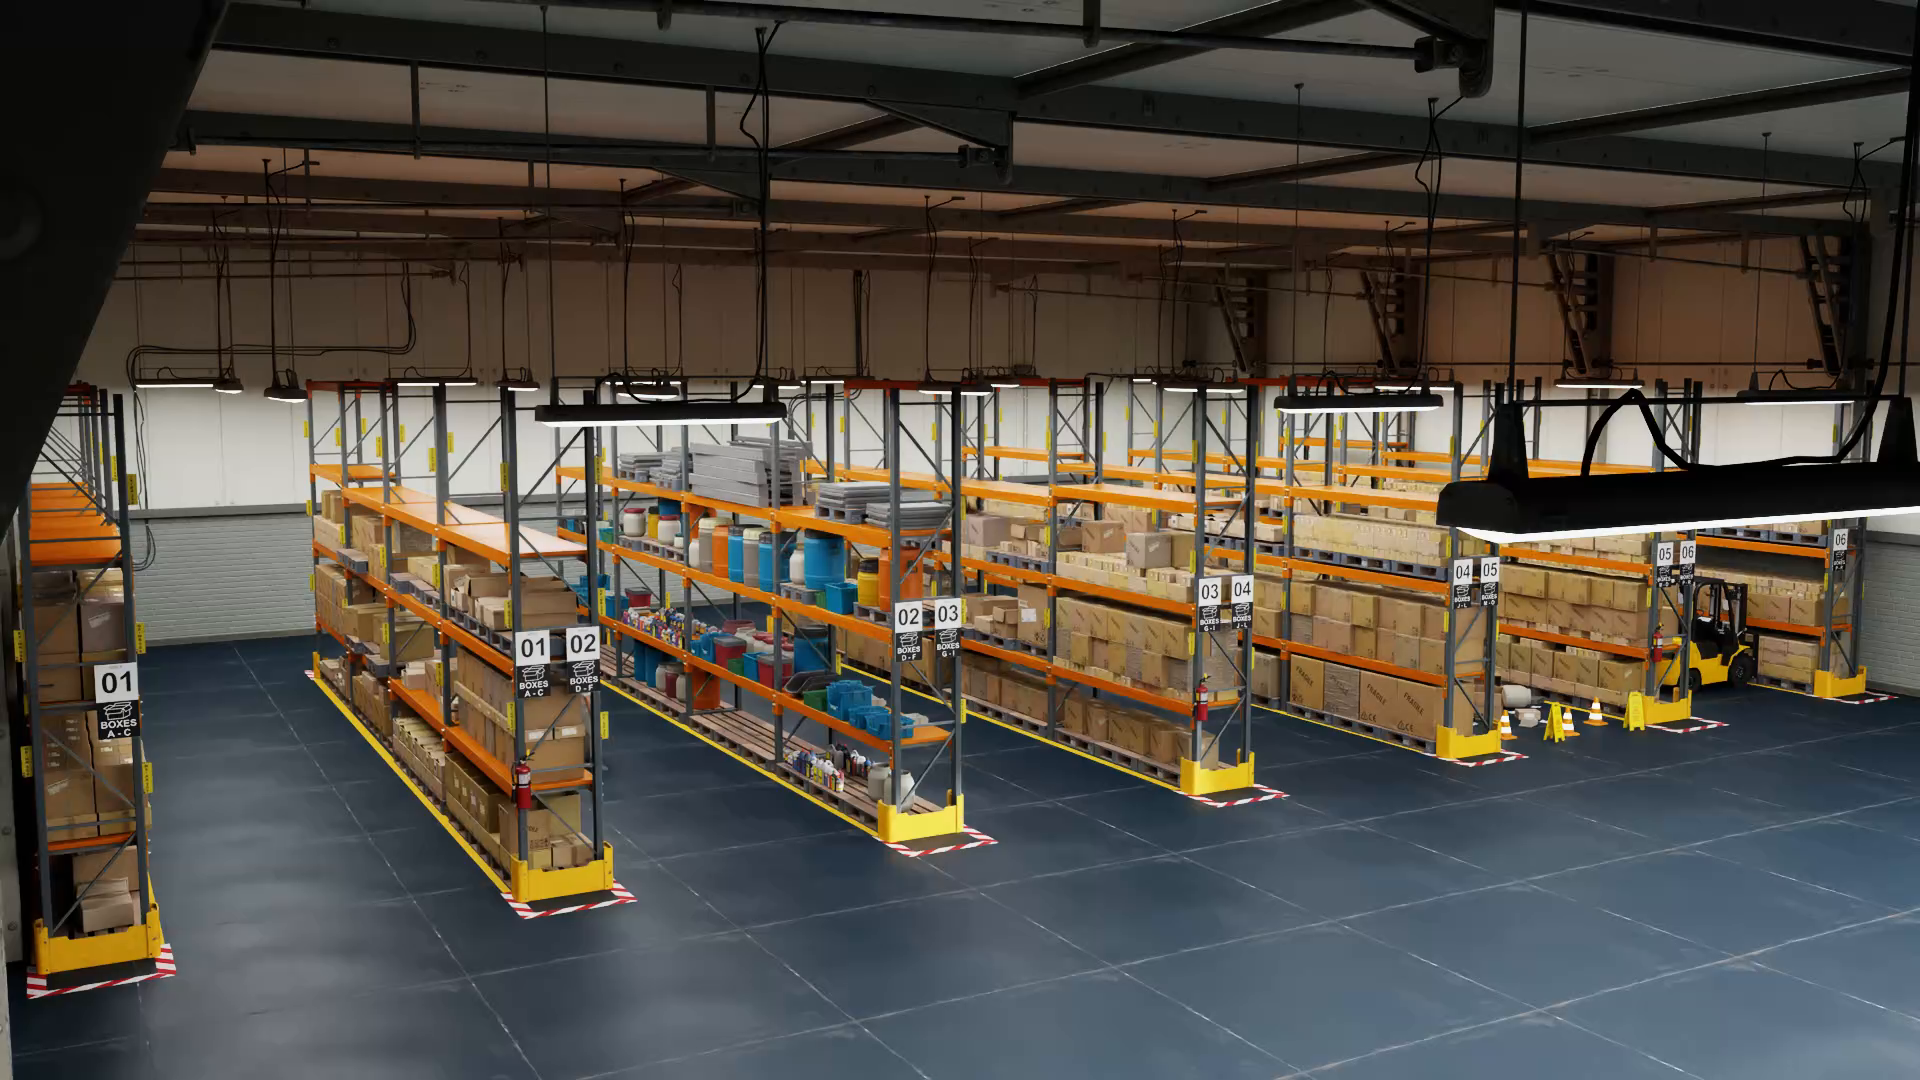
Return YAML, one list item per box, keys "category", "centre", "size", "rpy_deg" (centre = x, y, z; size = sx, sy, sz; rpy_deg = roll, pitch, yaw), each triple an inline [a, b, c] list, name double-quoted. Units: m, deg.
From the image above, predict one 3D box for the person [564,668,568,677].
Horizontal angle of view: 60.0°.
- category: "person"
  centre: [-7.221, 2.273, 30.818]
  size: [0.602, 1.686, 0.722]
  rpy_deg: [-3, 7, -23]

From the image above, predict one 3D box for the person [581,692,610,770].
- category: "person"
  centre: [-5.752, 2.711, 26.111]
  size: [0.562, 1.807, 0.569]
  rpy_deg: [0, 6, -4]
